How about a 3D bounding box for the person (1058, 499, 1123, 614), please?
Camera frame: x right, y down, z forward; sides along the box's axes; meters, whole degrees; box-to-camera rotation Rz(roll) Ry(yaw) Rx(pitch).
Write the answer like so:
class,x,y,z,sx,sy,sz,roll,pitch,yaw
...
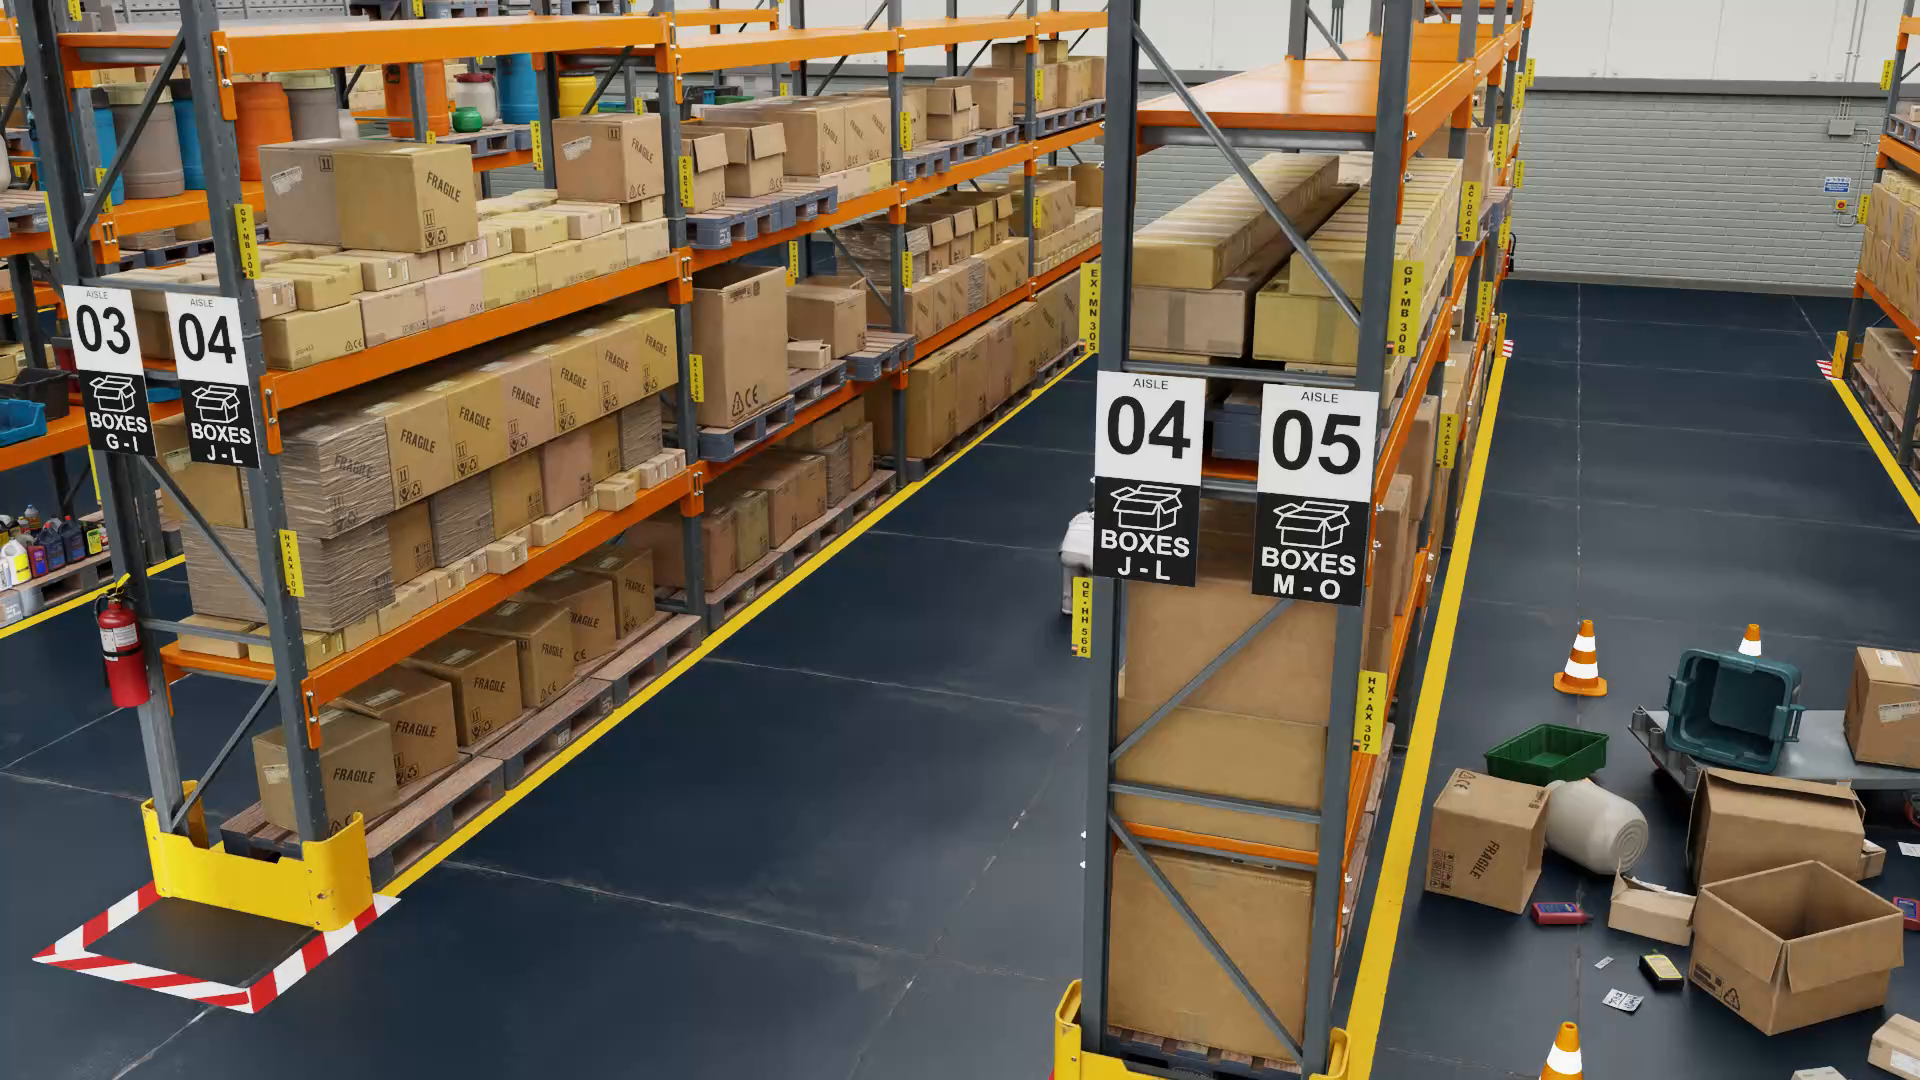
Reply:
class,x,y,z,sx,sy,sz,roll,pitch,yaw
person,1.003,0.144,12.588,0.455,0.761,0.915,6,20,17
